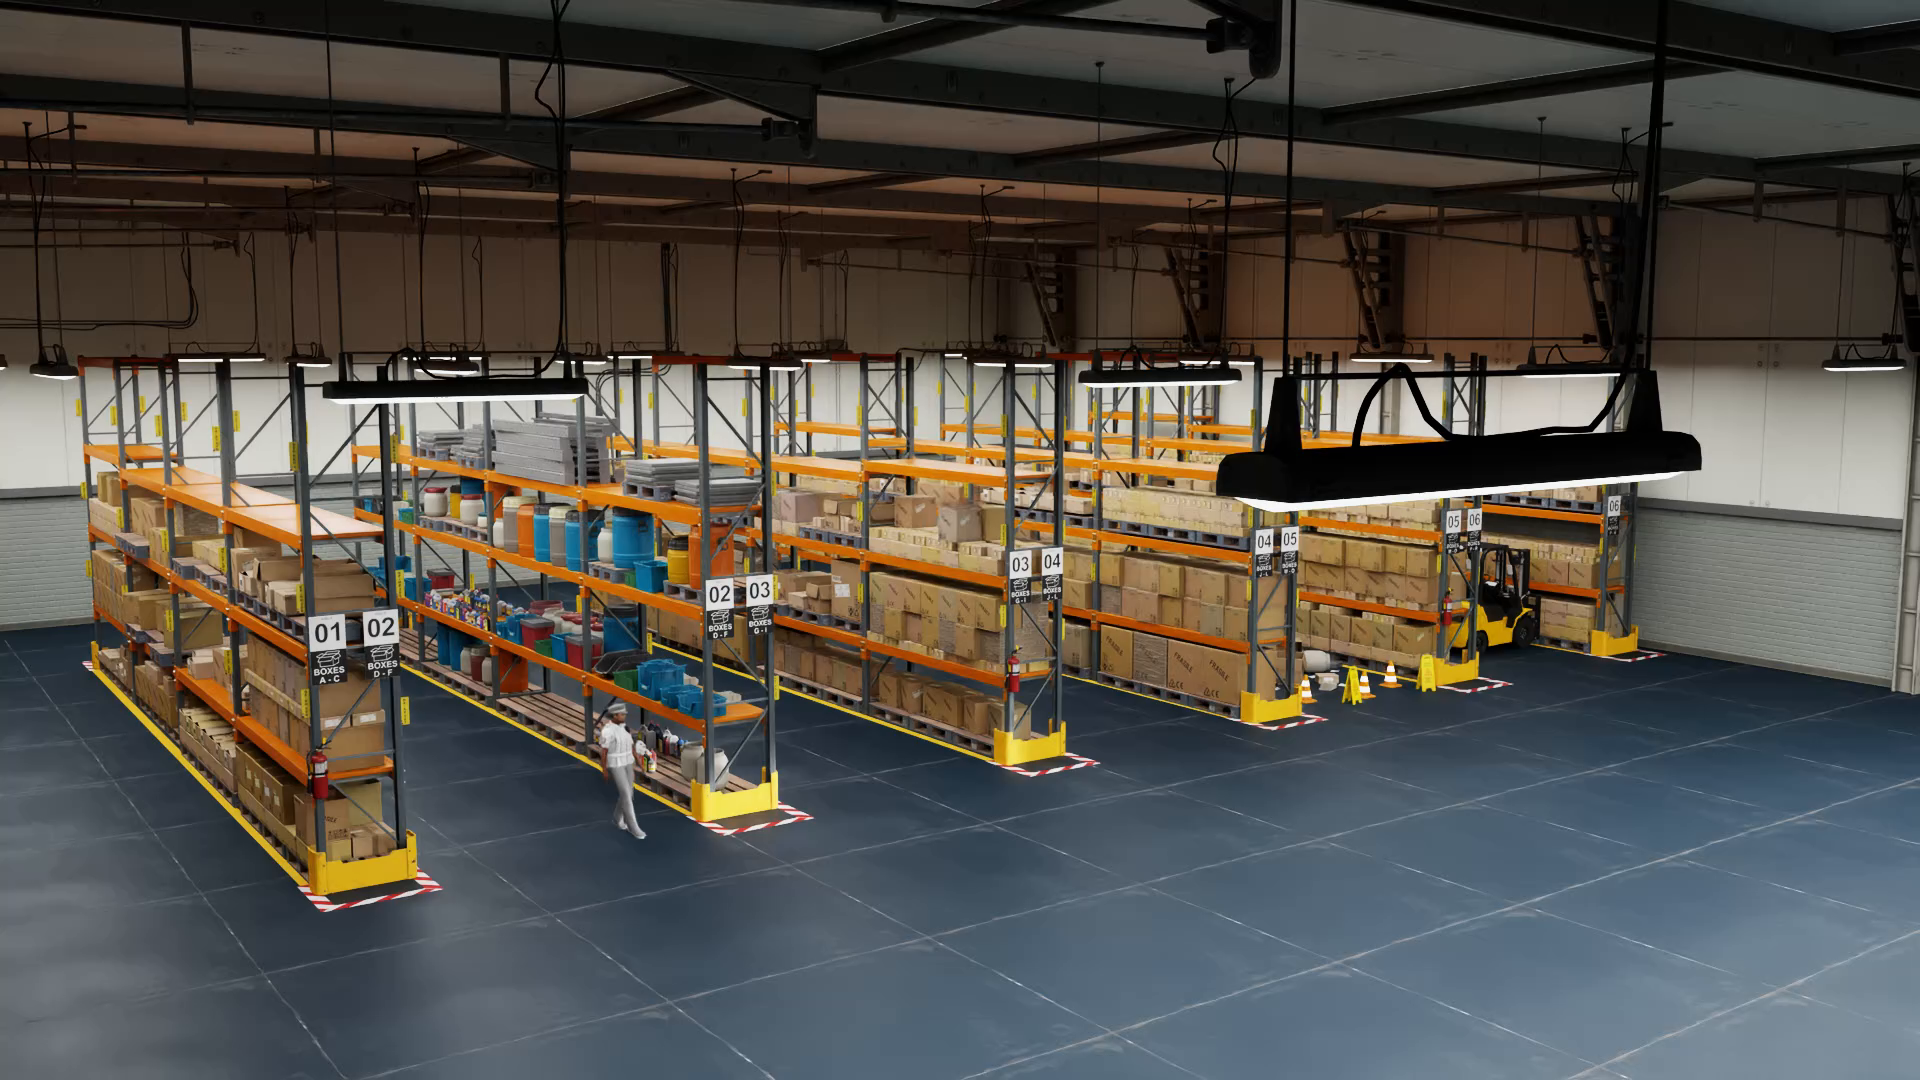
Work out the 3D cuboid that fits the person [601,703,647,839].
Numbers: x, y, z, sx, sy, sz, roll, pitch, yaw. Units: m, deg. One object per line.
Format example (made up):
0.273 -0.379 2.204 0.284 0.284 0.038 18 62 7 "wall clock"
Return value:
-4.248 2.939 21.344 0.710 1.670 0.469 4 8 27 "person"
